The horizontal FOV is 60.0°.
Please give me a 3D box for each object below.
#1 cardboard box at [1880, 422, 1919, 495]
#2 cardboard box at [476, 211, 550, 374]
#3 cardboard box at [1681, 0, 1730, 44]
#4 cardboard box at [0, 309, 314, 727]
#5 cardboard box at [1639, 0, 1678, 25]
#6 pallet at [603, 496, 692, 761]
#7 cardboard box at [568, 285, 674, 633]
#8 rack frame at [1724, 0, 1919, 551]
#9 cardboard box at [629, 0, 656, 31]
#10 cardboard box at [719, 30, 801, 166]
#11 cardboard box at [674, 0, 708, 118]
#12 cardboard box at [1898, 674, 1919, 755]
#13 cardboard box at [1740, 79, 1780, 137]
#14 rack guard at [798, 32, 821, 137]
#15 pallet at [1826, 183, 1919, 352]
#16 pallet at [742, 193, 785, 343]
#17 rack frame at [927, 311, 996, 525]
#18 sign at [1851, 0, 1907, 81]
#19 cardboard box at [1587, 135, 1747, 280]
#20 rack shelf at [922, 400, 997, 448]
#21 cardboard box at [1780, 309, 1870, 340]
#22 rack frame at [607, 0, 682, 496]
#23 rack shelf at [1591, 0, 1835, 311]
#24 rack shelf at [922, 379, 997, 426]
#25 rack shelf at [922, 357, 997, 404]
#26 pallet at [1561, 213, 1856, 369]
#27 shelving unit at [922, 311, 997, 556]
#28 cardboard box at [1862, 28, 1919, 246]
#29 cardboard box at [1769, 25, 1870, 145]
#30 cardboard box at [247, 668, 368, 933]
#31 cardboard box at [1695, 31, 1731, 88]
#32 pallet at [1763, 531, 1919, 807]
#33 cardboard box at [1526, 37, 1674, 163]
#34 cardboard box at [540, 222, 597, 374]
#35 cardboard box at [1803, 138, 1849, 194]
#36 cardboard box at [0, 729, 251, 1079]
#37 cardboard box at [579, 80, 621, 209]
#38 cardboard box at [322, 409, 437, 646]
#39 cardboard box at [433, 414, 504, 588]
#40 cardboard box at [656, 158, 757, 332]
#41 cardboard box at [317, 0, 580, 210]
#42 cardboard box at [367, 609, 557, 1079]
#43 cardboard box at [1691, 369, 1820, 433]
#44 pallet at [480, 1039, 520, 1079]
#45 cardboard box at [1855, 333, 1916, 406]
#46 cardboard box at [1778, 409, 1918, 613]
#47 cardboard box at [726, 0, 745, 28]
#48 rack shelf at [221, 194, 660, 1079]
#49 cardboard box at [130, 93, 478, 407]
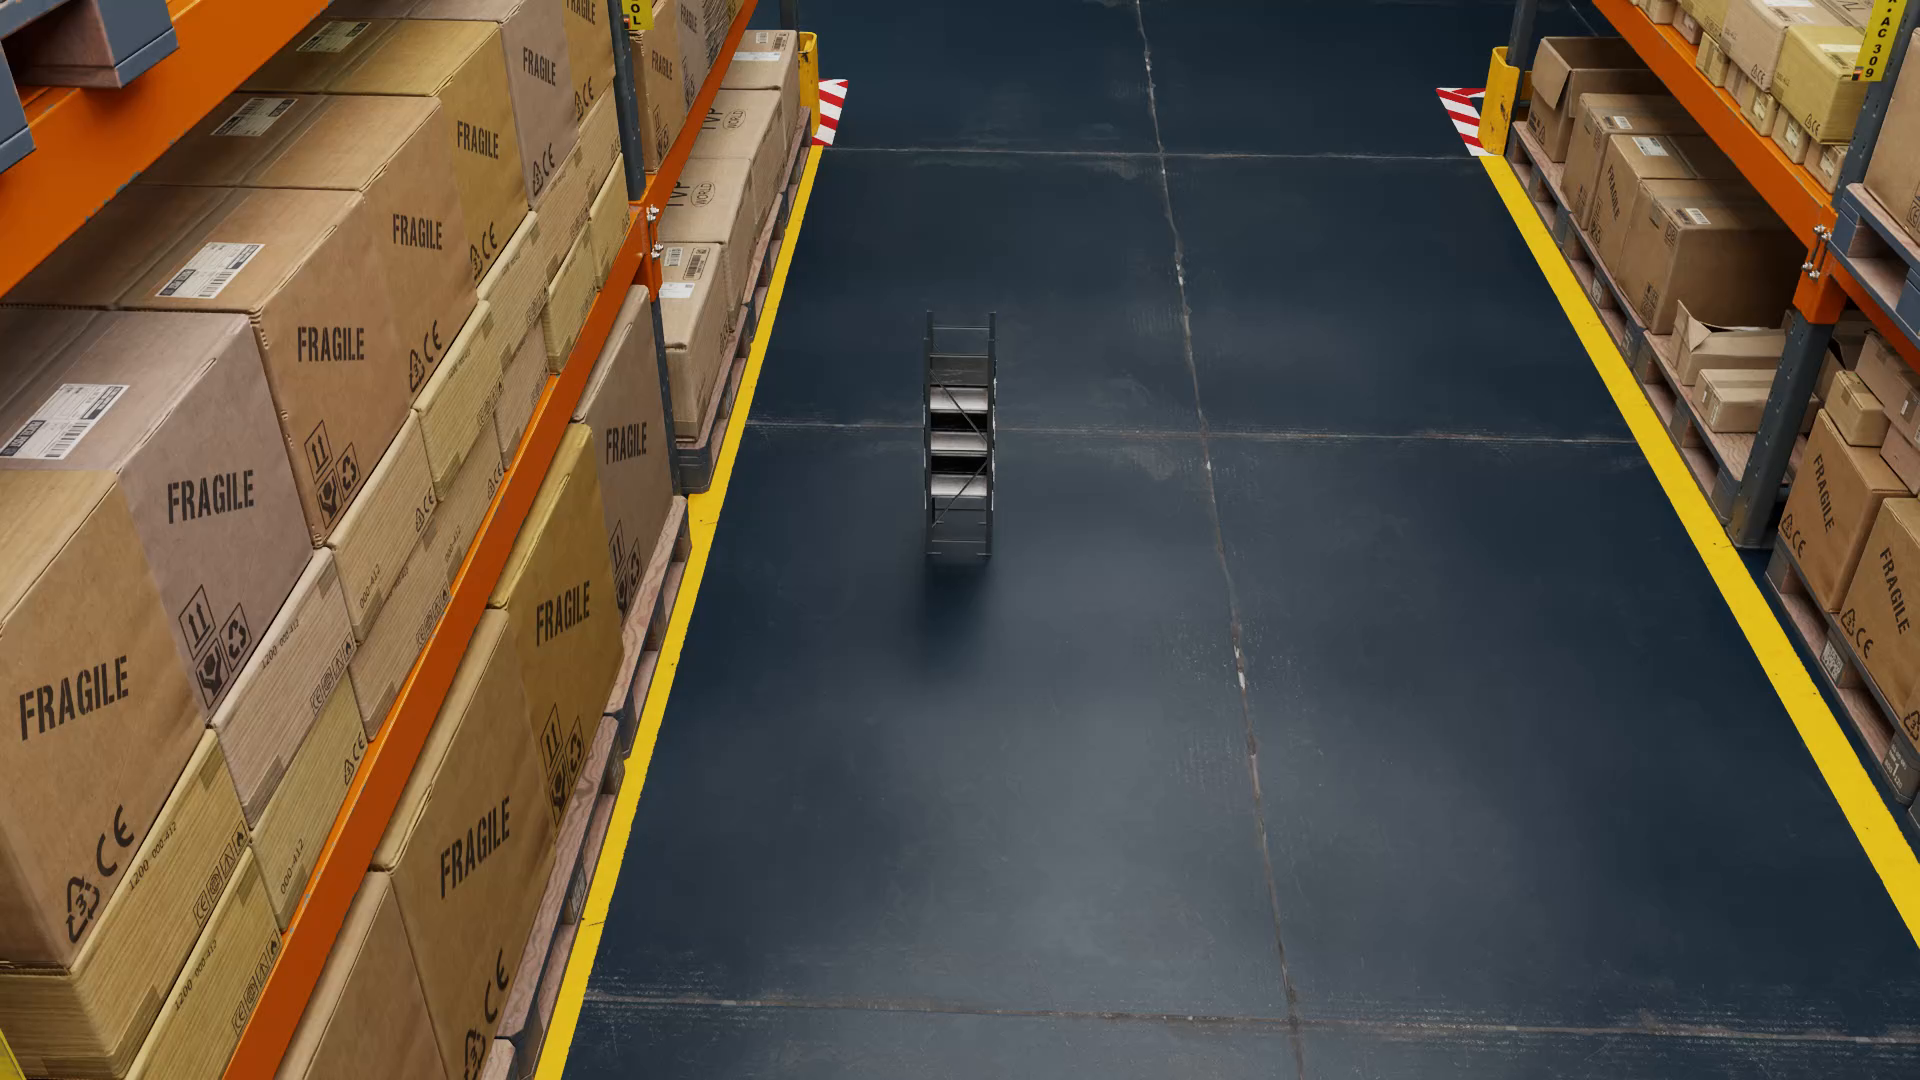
[{"bbox_3d":[3.178,-0.268,5.267,0.380,0.149,0.250,0,35,1],"label":"cardboard box"},{"bbox_3d":[-1.370,-0.626,4.228,0.500,0.250,0.500,2,35,3],"label":"cardboard box"},{"bbox_3d":[3.207,-2.147,6.568,0.500,0.250,0.500,1,35,2],"label":"cardboard box"},{"bbox_3d":[-1.454,-0.041,2.744,0.500,0.500,0.500,1,35,2],"label":"cardboard box"},{"bbox_3d":[3.174,-2.336,7.184,0.380,0.149,0.250,2,35,3],"label":"cardboard box"},{"bbox_3d":[-1.524,0.259,5.698,1.003,0.211,1.213,1,35,2],"label":"pallet"},{"bbox_3d":[-1.513,-0.271,5.510,0.875,0.875,0.875,2,35,3],"label":"cardboard box"},{"bbox_3d":[3.392,-1.214,5.369,1.000,3.000,0.127,1,35,2],"label":"rack frame"},{"bbox_3d":[-1.307,-2.045,5.594,0.500,0.500,0.500,2,35,2],"label":"cardboard box"},{"bbox_3d":[-1.334,-2.367,8.872,0.875,0.438,0.875,0,35,0],"label":"cardboard box"},{"bbox_3d":[-1.263,-1.920,6.287,0.500,0.500,0.500,2,35,2],"label":"cardboard box"},{"bbox_3d":[3.112,0.502,4.735,0.500,0.500,0.500,0,35,0],"label":"cardboard box"},{"bbox_3d":[3.127,-1.600,6.137,0.380,0.149,0.250,2,35,3],"label":"cardboard box"},{"bbox_3d":[-1.406,-2.616,9.537,1.175,0.500,0.348,1,35,2],"label":"rack guard"},{"bbox_3d":[3.251,-0.679,4.774,1.003,0.211,1.213,1,35,2],"label":"pallet"},{"bbox_3d":[-1.413,-1.324,7.950,1.003,0.211,1.213,1,35,2],"label":"pallet"},{"bbox_3d":[0.004,-0.431,6.081,0.240,0.900,0.006,1,35,2],"label":"rack frame"},{"bbox_3d":[2.849,-1.577,5.132,0.100,0.325,0.005,1,35,2],"label":"sign"},{"bbox_3d":[3.239,-1.521,7.614,0.500,0.500,0.500,2,35,3],"label":"cardboard box"},{"bbox_3d":[0.000,-0.419,5.965,0.258,0.077,0.200,1,35,2],"label":"rack shelf"},{"bbox_3d":[3.672,-0.843,6.955,0.380,0.149,0.250,1,35,1],"label":"cardboard box"},{"bbox_3d":[-1.568,-1.327,5.529,1.000,3.000,0.127,1,35,2],"label":"rack frame"},{"bbox_3d":[3.472,-2.069,7.211,1.077,0.370,4.000,1,35,2],"label":"rack shelf"},{"bbox_3d":[0.000,-0.493,5.914,0.258,0.077,0.200,1,35,2],"label":"rack shelf"},{"bbox_3d":[0.000,-0.566,5.862,0.258,0.077,0.200,1,35,2],"label":"rack shelf"},{"bbox_3d":[3.467,-1.171,7.732,1.003,0.211,1.213,1,35,2],"label":"pallet"},{"bbox_3d":[0.000,-0.373,5.998,0.258,0.900,0.210,1,35,2],"label":"shelving unit"},{"bbox_3d":[3.149,-1.154,4.831,0.700,0.500,0.500,2,35,3],"label":"cardboard box"},{"bbox_3d":[3.169,-1.573,5.751,0.500,0.250,0.500,2,35,3],"label":"cardboard box"},{"bbox_3d":[-1.455,0.462,3.114,0.500,0.250,0.500,0,35,1],"label":"cardboard box"},{"bbox_3d":[3.147,-1.898,6.560,0.380,0.149,0.250,1,35,1],"label":"cardboard box"},{"bbox_3d":[3.397,0.395,5.505,1.003,0.211,1.213,1,35,2],"label":"pallet"},{"bbox_3d":[3.433,-2.314,8.739,0.797,0.503,0.637,0,35,0],"label":"cardboard box"},{"bbox_3d":[-1.356,-0.709,4.781,0.500,0.250,0.500,1,35,1],"label":"cardboard box"},{"bbox_3d":[3.152,-1.300,5.710,0.380,0.149,0.250,2,35,3],"label":"cardboard box"},{"bbox_3d":[-1.462,0.543,2.565,0.500,0.250,0.500,1,35,2],"label":"cardboard box"},{"bbox_3d":[-1.343,-1.211,5.060,0.500,0.250,0.500,1,35,2],"label":"cardboard box"},{"bbox_3d":[-1.407,-0.040,3.394,0.500,0.250,0.500,1,35,2],"label":"cardboard box"},{"bbox_3d":[-1.411,-0.123,3.947,0.500,0.250,0.500,1,35,2],"label":"cardboard box"},{"bbox_3d":[-1.400,-1.323,7.387,0.875,0.438,0.875,0,35,0],"label":"cardboard box"},{"bbox_3d":[-1.348,-1.217,4.416,0.500,0.500,0.500,2,35,3],"label":"cardboard box"},{"bbox_3d":[-1.578,0.762,4.040,0.875,0.875,0.875,2,35,2],"label":"cardboard box"},{"bbox_3d":[3.121,-0.547,6.533,0.380,0.149,0.250,0,35,0],"label":"cardboard box"},{"bbox_3d":[-1.622,1.661,3.703,1.003,0.211,1.213,1,35,2],"label":"pallet"},{"bbox_3d":[3.172,-0.549,5.408,0.380,0.149,0.250,1,35,1],"label":"cardboard box"},{"bbox_3d":[3.148,-0.091,5.579,0.500,0.500,0.500,3,35,4],"label":"cardboard box"},{"bbox_3d":[-1.216,-2.502,7.114,0.500,0.500,0.500,2,35,3],"label":"cardboard box"},{"bbox_3d":[-1.648,0.117,4.101,1.077,0.370,4.000,1,35,2],"label":"rack shelf"},{"bbox_3d":[-1.394,-0.628,3.579,0.500,0.500,0.500,2,35,3],"label":"cardboard box"}]
